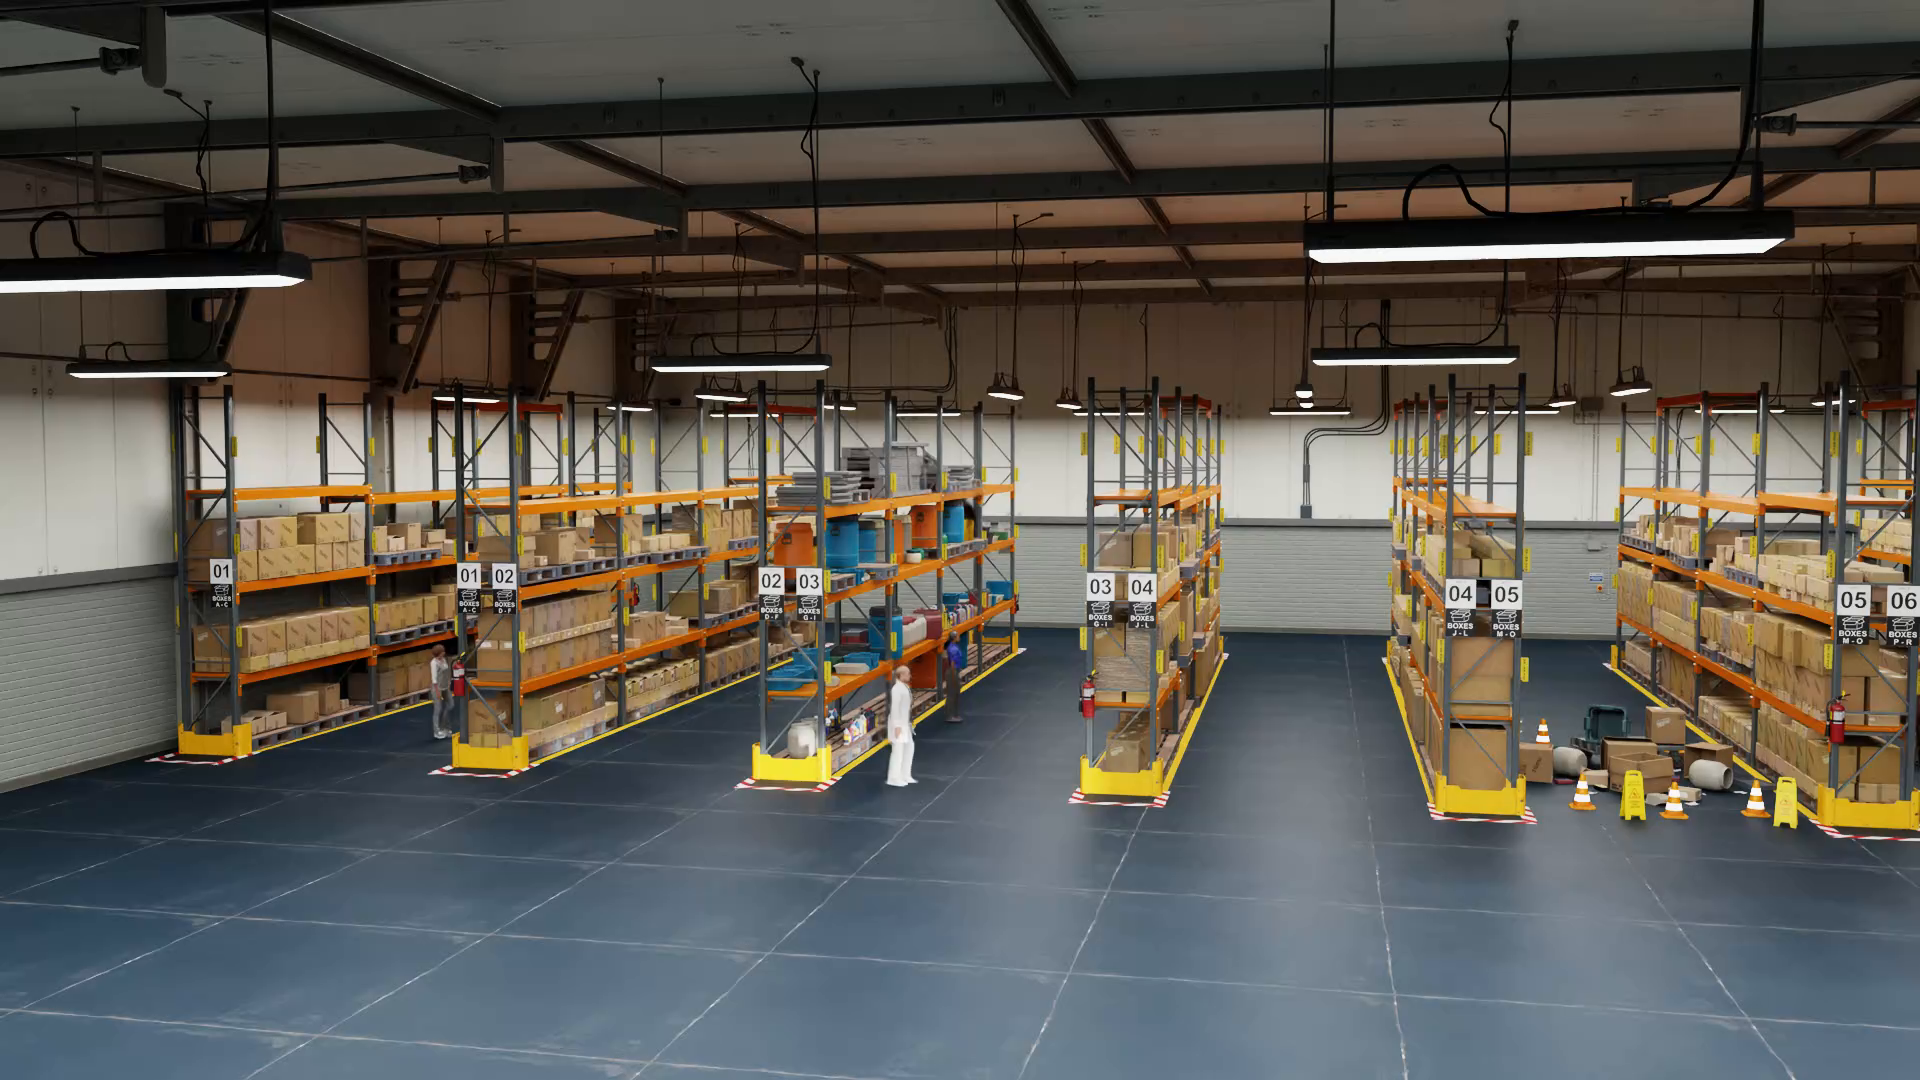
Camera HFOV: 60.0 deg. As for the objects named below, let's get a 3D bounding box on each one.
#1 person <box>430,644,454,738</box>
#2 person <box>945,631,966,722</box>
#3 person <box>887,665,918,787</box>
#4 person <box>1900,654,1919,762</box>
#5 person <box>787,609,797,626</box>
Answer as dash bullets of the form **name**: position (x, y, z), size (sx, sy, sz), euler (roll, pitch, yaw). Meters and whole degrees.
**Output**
- **person**: position (-8.946, 2.618, 28.646), size (0.358, 1.646, 0.432), euler (2, 4, 26)
- **person**: position (-0.083, 2.503, 30.317), size (0.389, 1.702, 0.516), euler (0, 3, -1)
- **person**: position (-0.874, 2.765, 24.605), size (0.436, 1.817, 0.705), euler (1, 3, 10)
- **person**: position (15.232, 2.667, 26.440), size (0.771, 1.756, 0.641), euler (1, 3, 16)
- **person**: position (-4.201, 1.747, 42.899), size (0.728, 1.749, 0.654), euler (-1, 3, -17)
